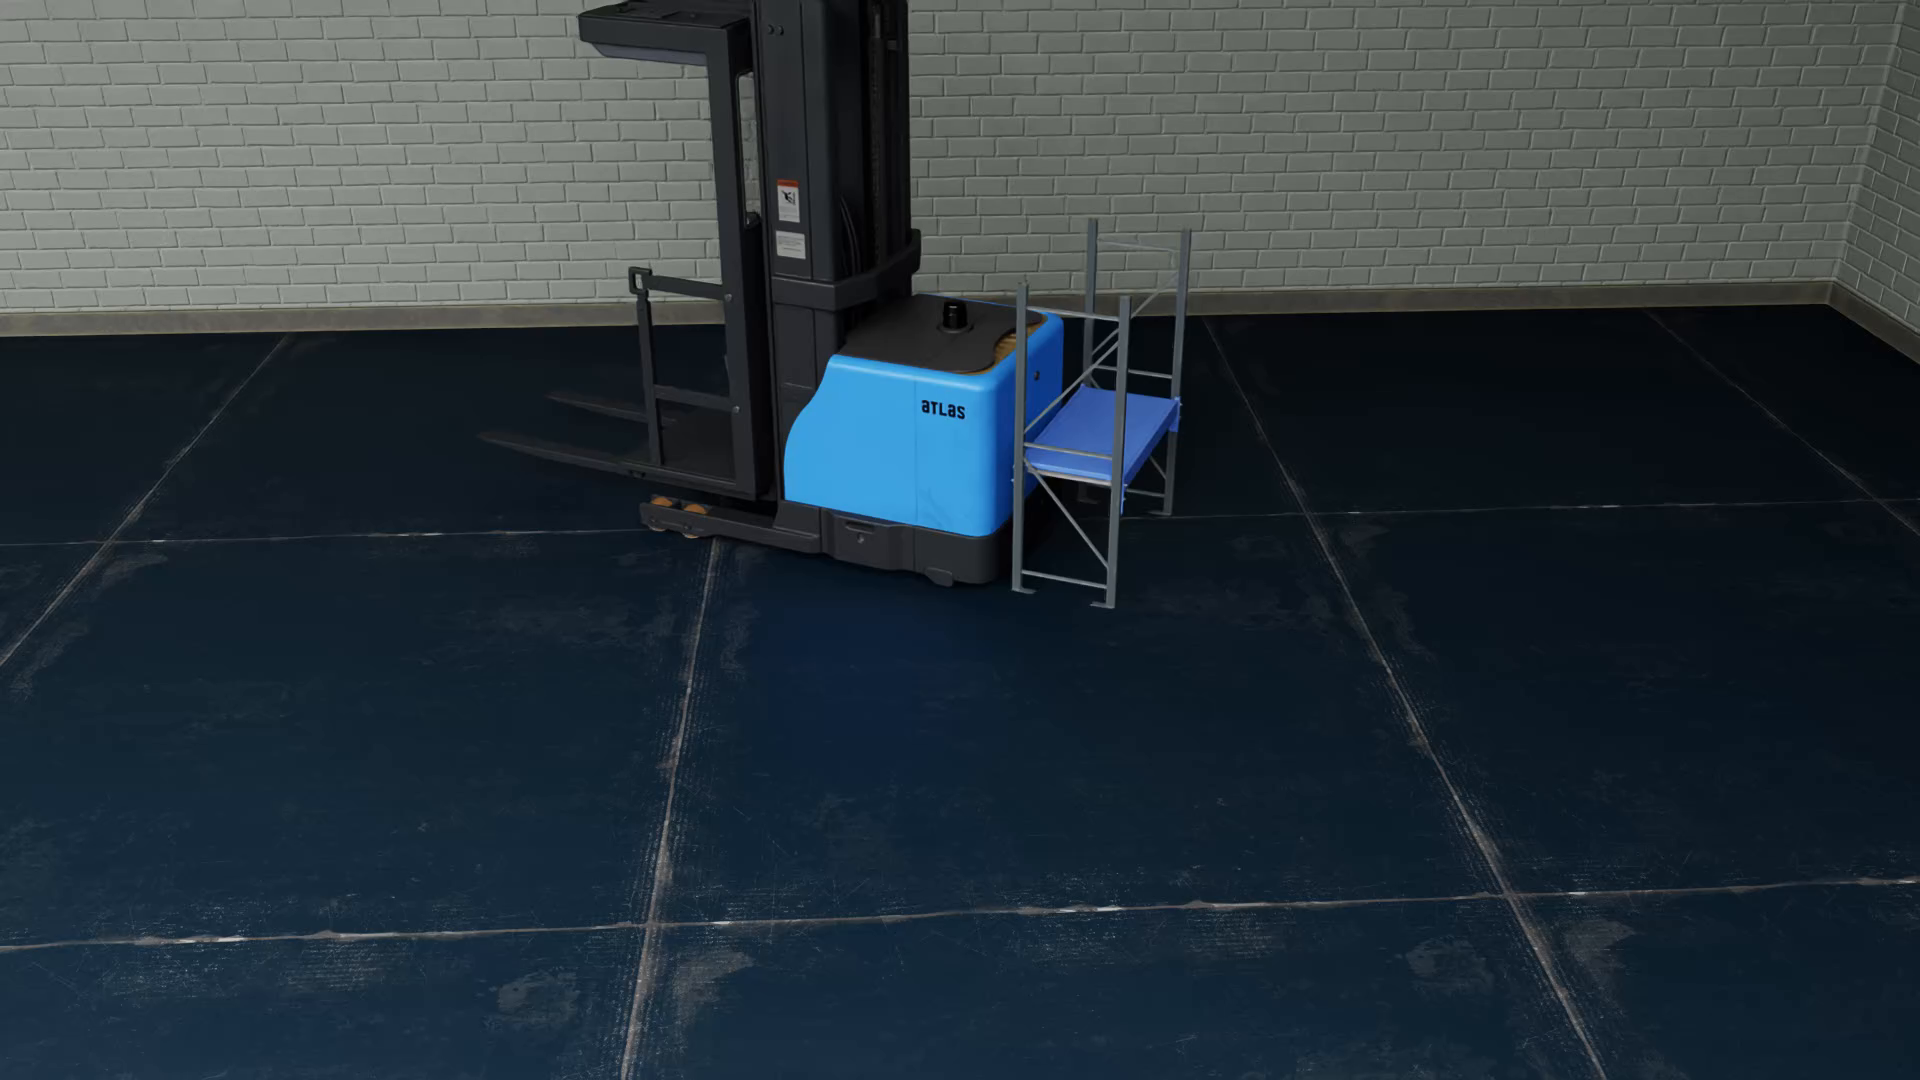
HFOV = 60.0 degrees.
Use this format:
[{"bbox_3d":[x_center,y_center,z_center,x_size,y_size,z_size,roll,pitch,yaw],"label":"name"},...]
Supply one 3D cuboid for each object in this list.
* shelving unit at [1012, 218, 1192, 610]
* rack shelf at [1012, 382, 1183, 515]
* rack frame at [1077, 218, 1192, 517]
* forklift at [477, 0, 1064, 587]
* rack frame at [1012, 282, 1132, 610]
[{"bbox_3d":[0.665,-0.611,7.800,0.538,1.500,1.048,10,29,19],"label":"shelving unit"},{"bbox_3d":[0.665,-0.452,7.883,0.538,0.185,1.000,10,29,19],"label":"rack shelf"},{"bbox_3d":[0.849,-0.830,8.220,0.500,1.500,0.032,10,29,19],"label":"rack frame"},{"bbox_3d":[-1.047,-1.516,7.988,3.031,2.935,1.130,11,30,21],"label":"forklift"},{"bbox_3d":[0.481,-0.392,7.380,0.500,1.500,0.032,10,29,19],"label":"rack frame"}]
